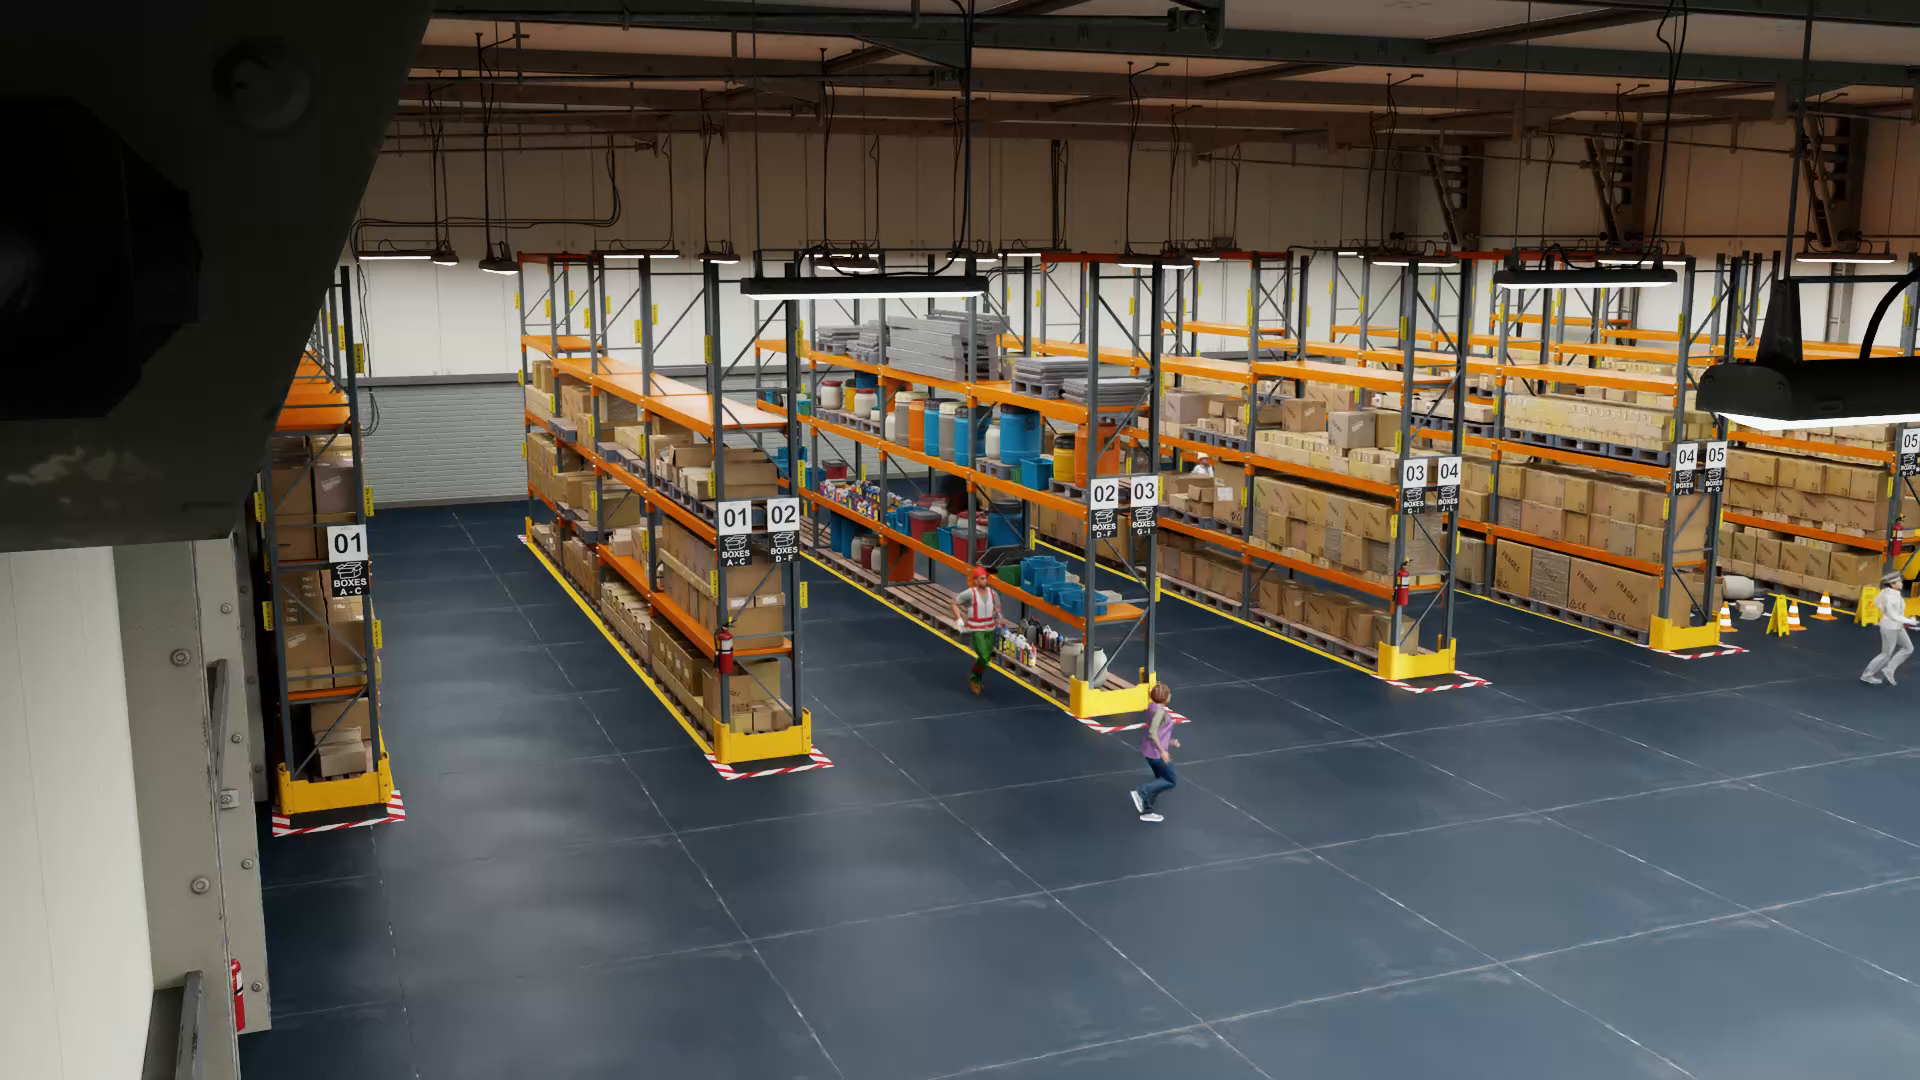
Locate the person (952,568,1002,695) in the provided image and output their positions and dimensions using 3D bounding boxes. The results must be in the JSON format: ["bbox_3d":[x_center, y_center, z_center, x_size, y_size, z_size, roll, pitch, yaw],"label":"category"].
[{"bbox_3d":[0.305,1.275,23.102,0.654,1.781,0.696,-7,12,-32],"label":"person"}]

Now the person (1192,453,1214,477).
[{"bbox_3d":[5.306,-1.034,35.828,0.649,1.726,0.580,-4,11,-23],"label":"person"}]

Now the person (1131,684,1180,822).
[{"bbox_3d":[2.135,2.327,18.100,0.577,1.545,0.502,-1,10,-6],"label":"person"}]

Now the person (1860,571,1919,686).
[{"bbox_3d":[13.214,1.257,23.584,0.654,1.671,0.623,6,12,28],"label":"person"}]
